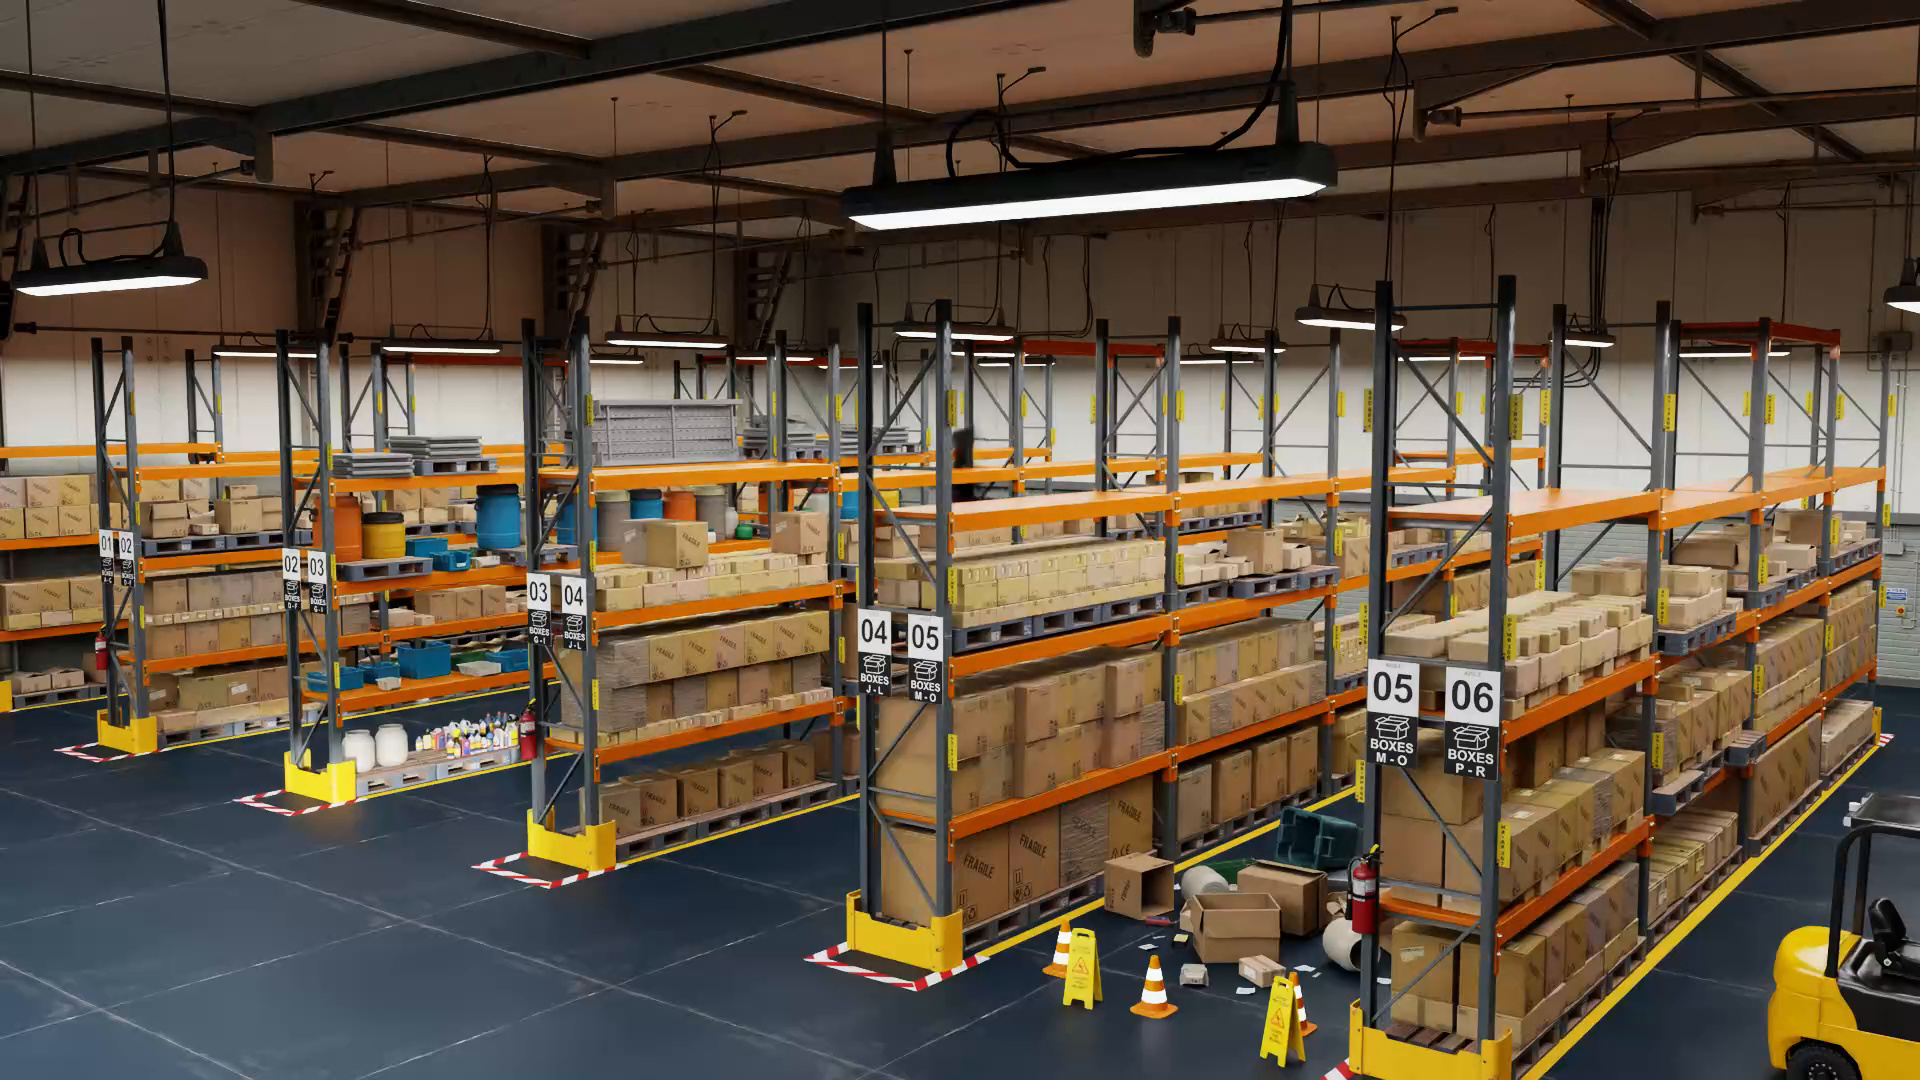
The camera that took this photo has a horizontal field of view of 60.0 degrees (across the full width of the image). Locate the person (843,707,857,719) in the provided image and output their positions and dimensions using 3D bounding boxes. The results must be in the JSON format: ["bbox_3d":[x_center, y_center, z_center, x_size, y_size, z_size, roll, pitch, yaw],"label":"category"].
[{"bbox_3d":[-1.762,2.079,26.528,0.599,1.639,0.960,1,5,17],"label":"person"}]
